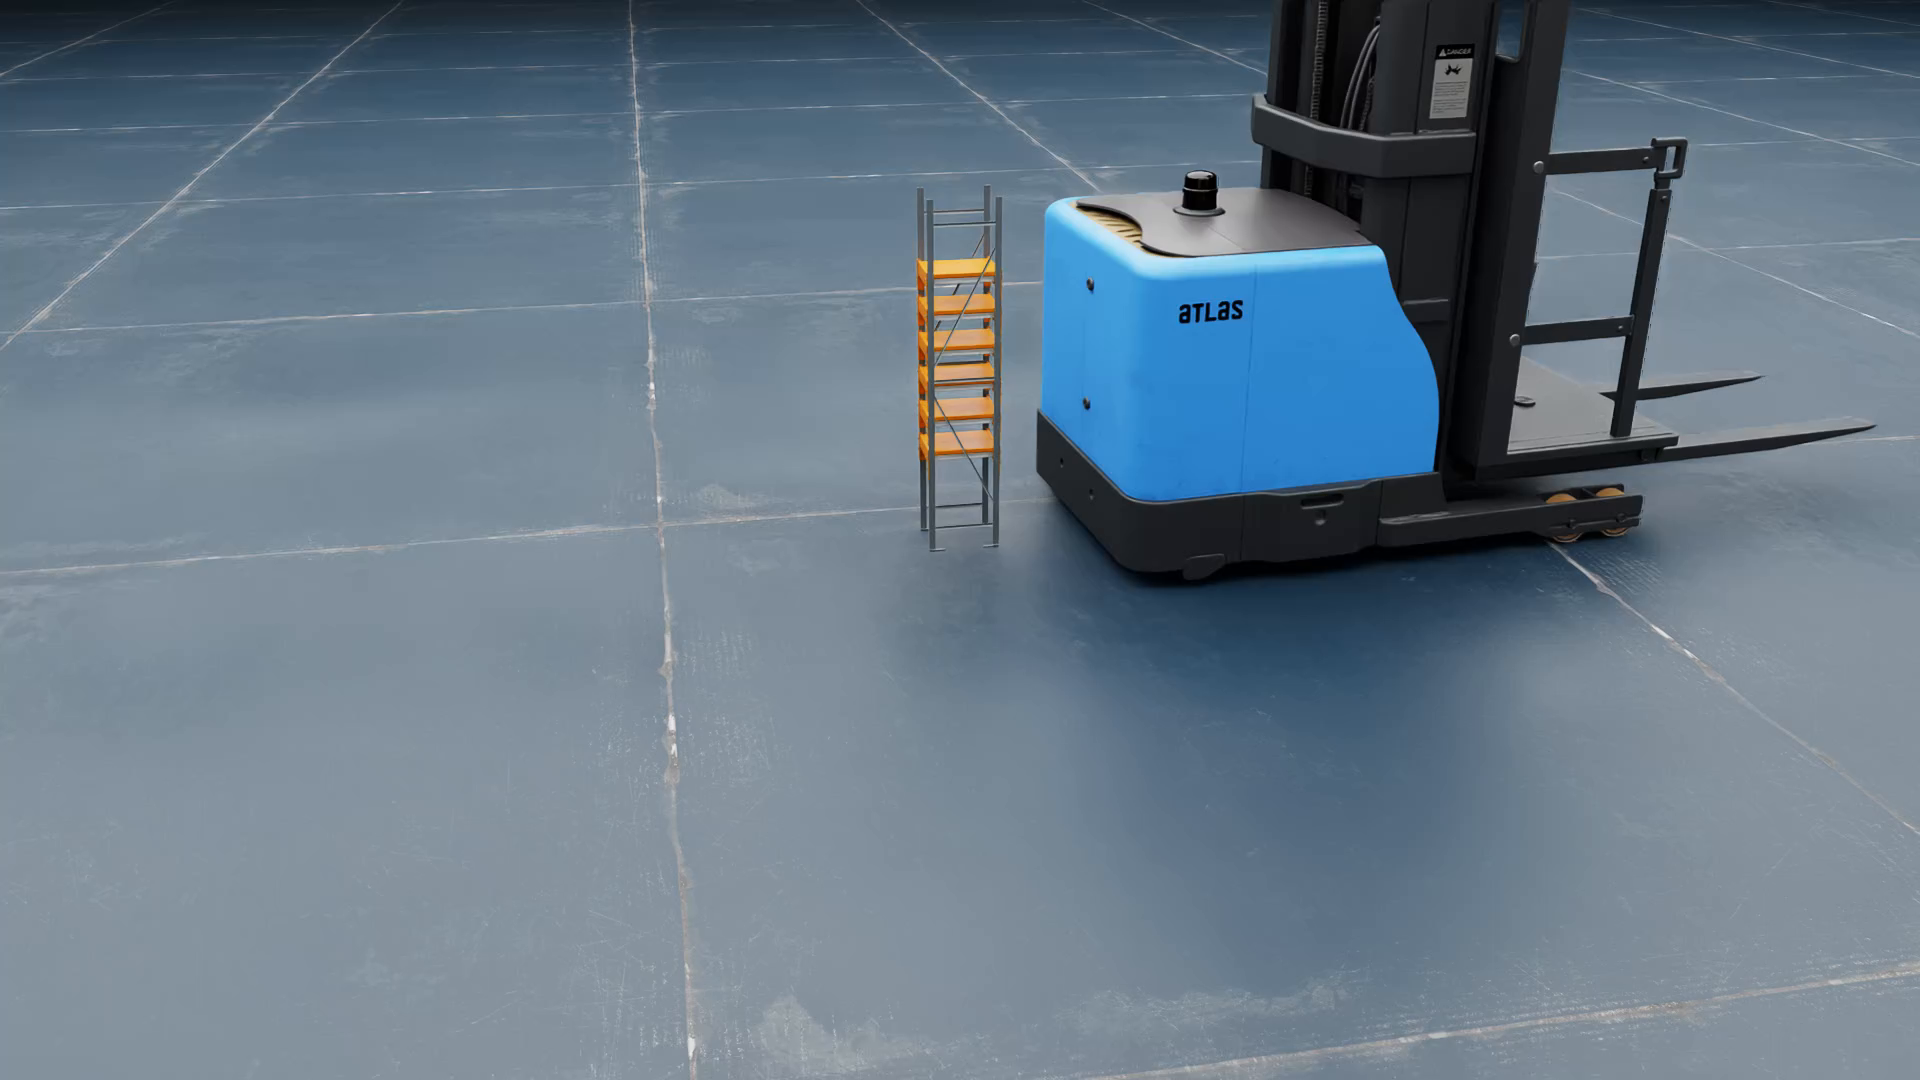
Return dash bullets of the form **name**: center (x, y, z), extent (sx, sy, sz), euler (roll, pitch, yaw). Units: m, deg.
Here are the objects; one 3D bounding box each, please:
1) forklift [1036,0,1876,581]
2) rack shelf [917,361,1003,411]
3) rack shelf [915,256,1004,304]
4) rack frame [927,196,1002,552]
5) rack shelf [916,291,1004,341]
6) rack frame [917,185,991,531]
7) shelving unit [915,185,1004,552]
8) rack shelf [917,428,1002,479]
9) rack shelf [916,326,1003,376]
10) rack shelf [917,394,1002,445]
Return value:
- **forklift**: center (1.857, -1.529, 5.589), extent (3.031, 2.935, 1.130), euler (-6, 24, -15)
- **rack shelf**: center (-0.003, -0.515, 5.541), extent (0.258, 0.103, 0.180), euler (-4, 24, -10)
- **rack shelf**: center (-0.003, -0.845, 5.397), extent (0.258, 0.103, 0.180), euler (-4, 24, -10)
- **rack frame**: center (0.014, -0.520, 5.440), extent (0.240, 1.200, 0.006), euler (-4, 24, -10)
- **rack shelf**: center (-0.003, -0.735, 5.445), extent (0.258, 0.103, 0.180), euler (-4, 24, -10)
- **rack frame**: center (-0.020, -0.592, 5.605), extent (0.240, 1.200, 0.006), euler (-4, 24, -10)
- **shelving unit**: center (-0.003, -0.556, 5.523), extent (0.258, 1.200, 0.189), euler (-4, 24, -10)
- **rack shelf**: center (-0.003, -0.295, 5.637), extent (0.258, 0.103, 0.180), euler (-4, 24, -10)
- **rack shelf**: center (-0.003, -0.625, 5.493), extent (0.258, 0.103, 0.180), euler (-4, 24, -10)
- **rack shelf**: center (-0.003, -0.405, 5.589), extent (0.258, 0.103, 0.180), euler (-4, 24, -10)
